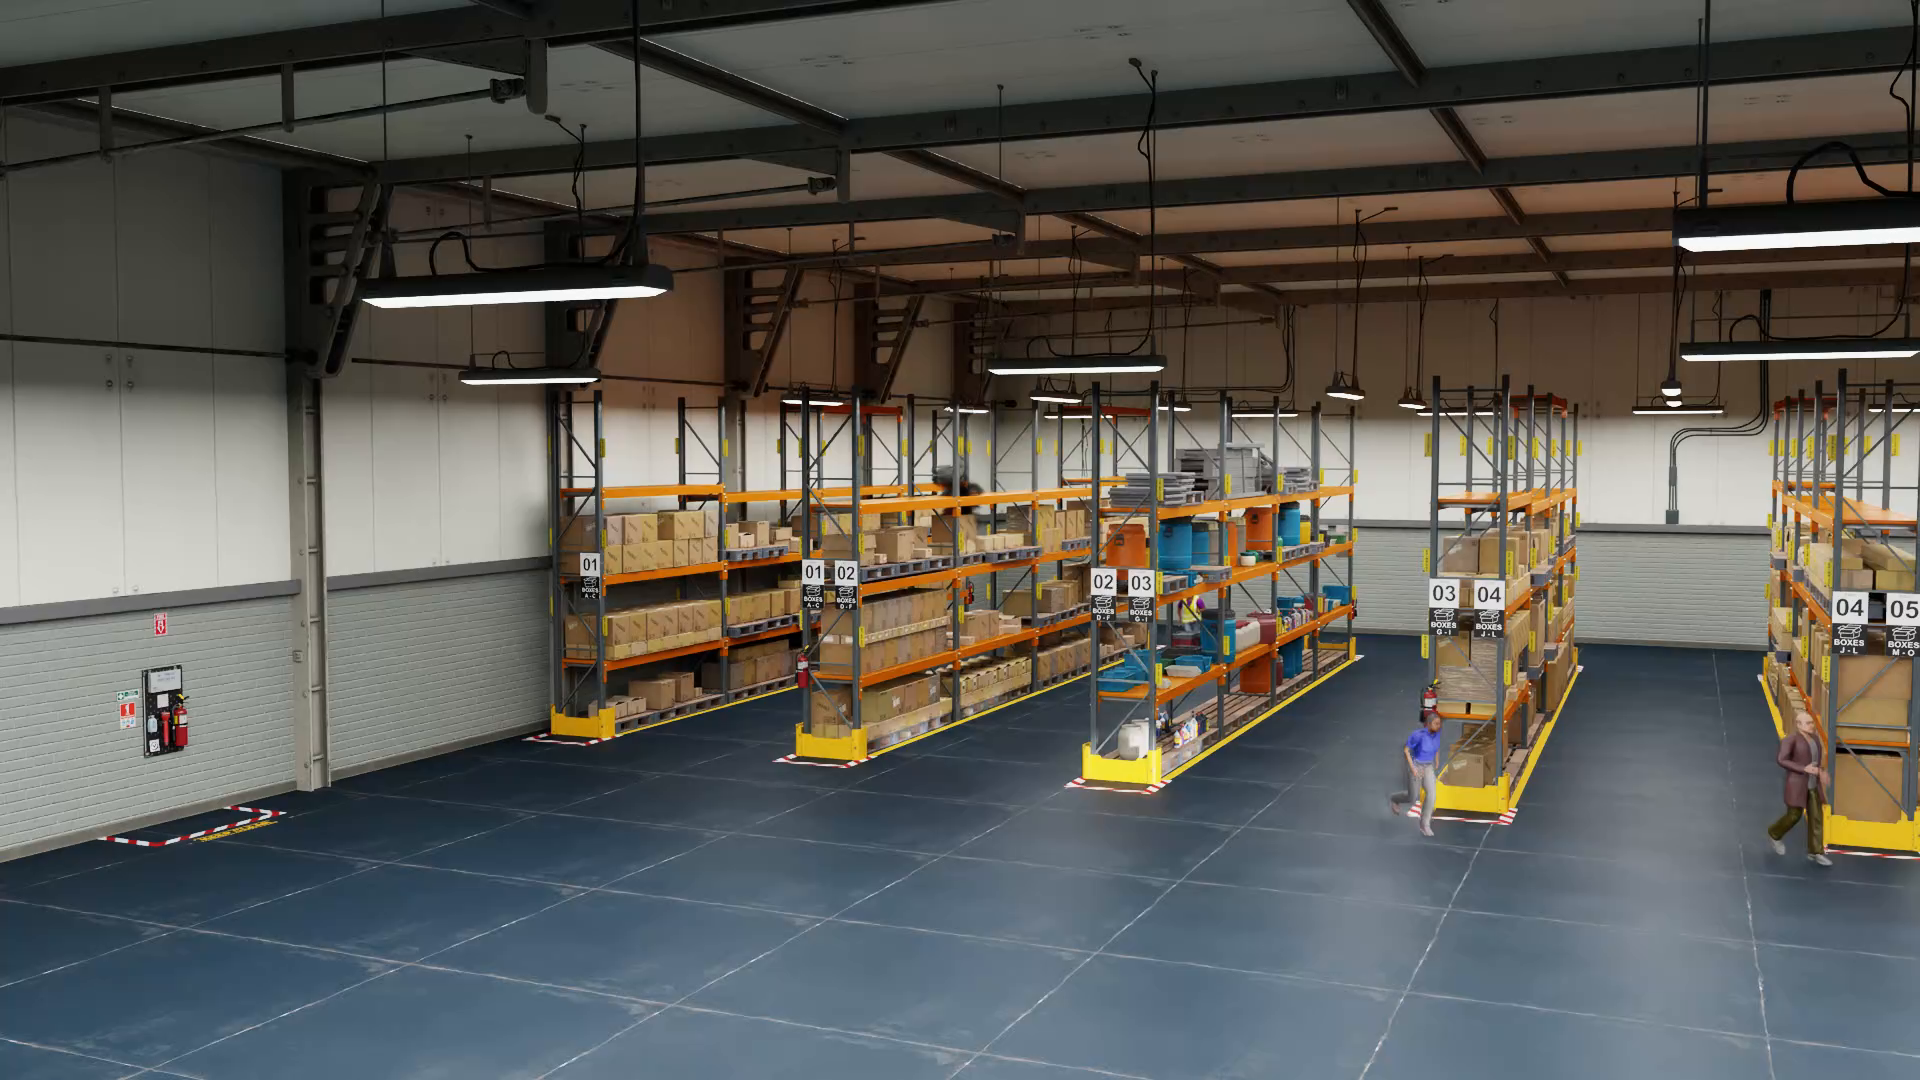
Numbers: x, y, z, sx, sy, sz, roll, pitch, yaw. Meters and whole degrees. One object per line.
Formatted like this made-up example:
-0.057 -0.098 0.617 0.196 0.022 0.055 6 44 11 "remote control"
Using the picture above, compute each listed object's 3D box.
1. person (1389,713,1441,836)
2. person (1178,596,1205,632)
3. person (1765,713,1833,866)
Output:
5.990 3.049 21.838 0.584 1.520 0.899 -2 4 -29 "person"
5.489 1.962 39.447 0.695 1.781 0.868 1 3 16 "person"
10.200 3.025 20.150 0.725 1.683 0.945 -1 3 -16 "person"
